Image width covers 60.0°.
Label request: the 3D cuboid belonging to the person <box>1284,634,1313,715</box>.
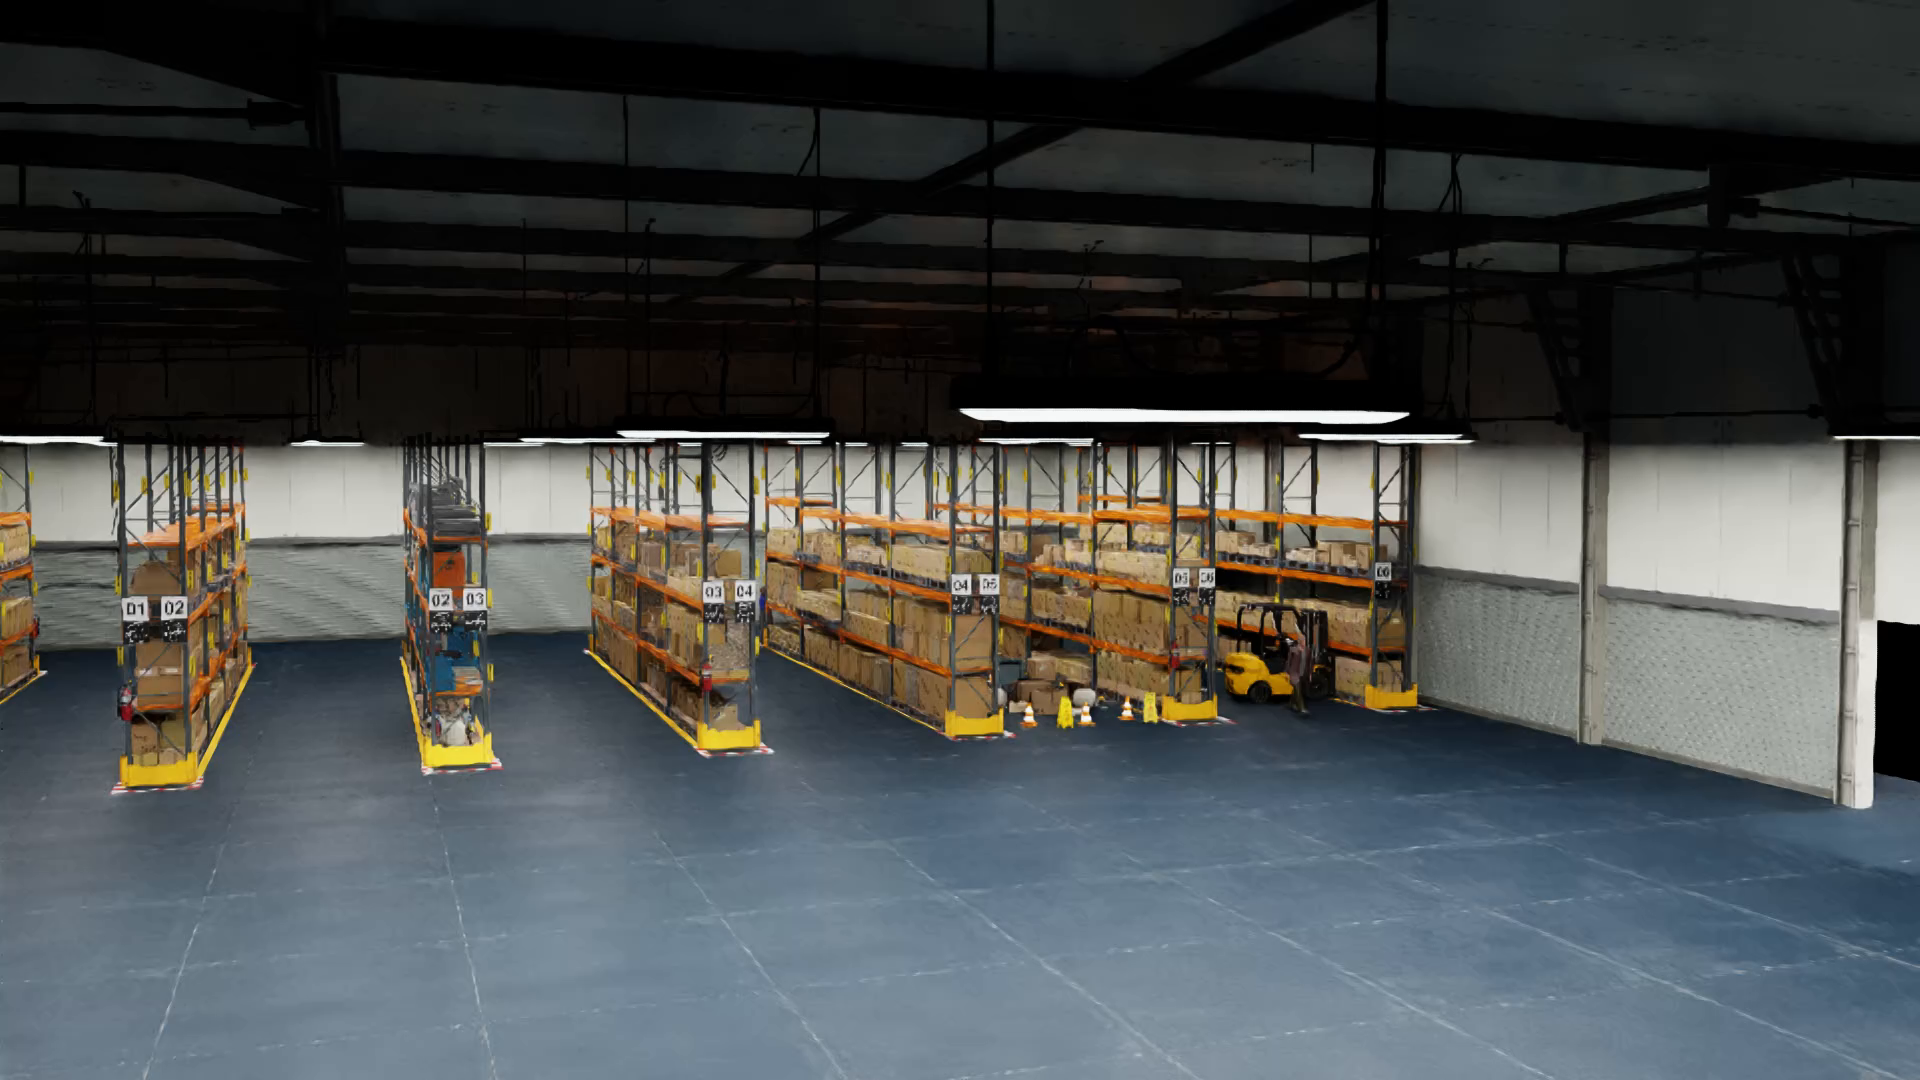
[{"bbox_3d":[7.333,2.865,35.785,0.587,1.695,1.186,-1,3,-17],"label":"person"}]

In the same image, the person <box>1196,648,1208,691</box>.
[{"bbox_3d":[5.640,2.743,39.156,0.449,1.599,0.467,1,3,9],"label":"person"}]

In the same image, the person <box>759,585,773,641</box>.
[{"bbox_3d":[-5.744,2.174,49.460,0.499,1.632,0.573,2,4,29],"label":"person"}]

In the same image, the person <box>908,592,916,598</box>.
[{"bbox_3d":[-1.439,2.186,48.491,0.577,1.665,0.556,0,3,6],"label":"person"}]

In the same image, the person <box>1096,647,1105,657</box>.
[{"bbox_3d":[3.860,2.352,45.034,0.584,1.723,0.652,0,3,7],"label":"person"}]
